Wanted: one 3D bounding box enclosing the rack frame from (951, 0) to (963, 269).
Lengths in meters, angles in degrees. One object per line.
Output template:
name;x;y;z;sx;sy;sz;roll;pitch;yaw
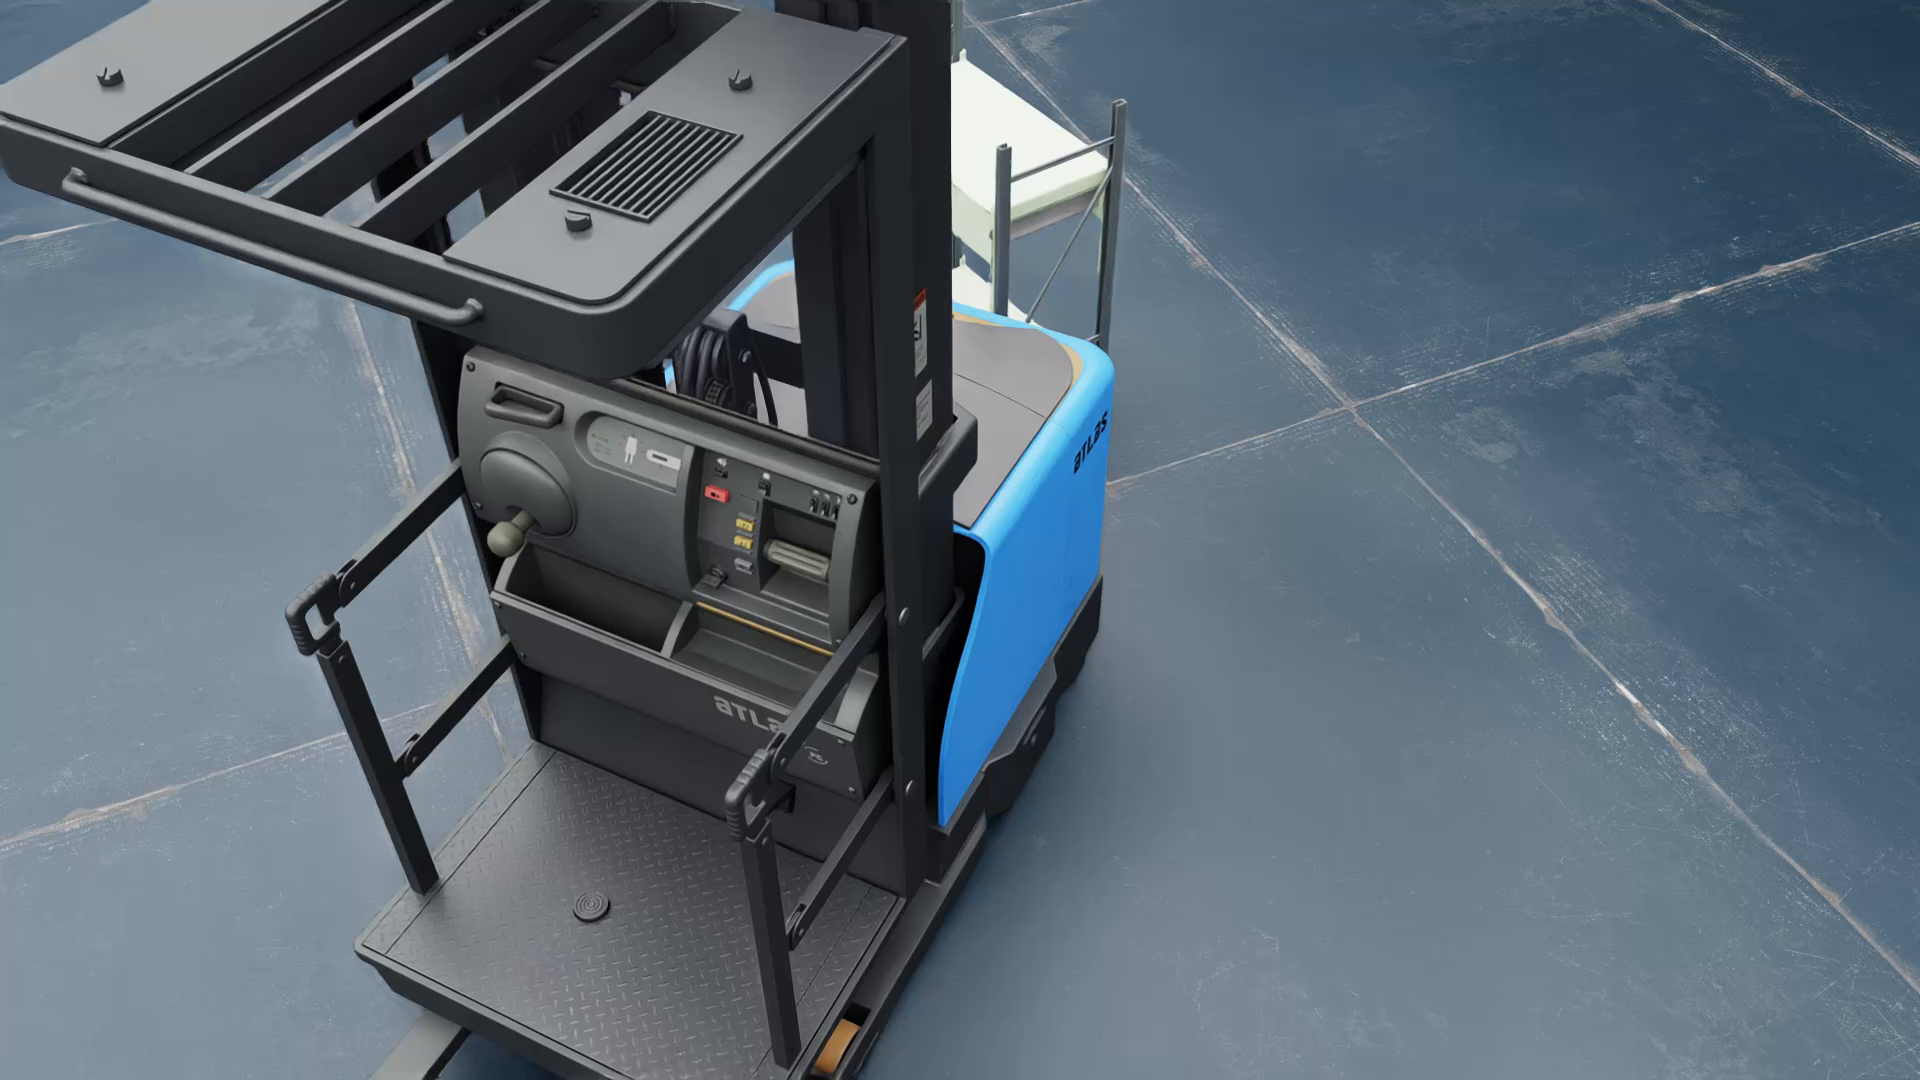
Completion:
rack frame;-0.162;-0.931;5.126;0.400;1.500;0.023;-26;50;-24

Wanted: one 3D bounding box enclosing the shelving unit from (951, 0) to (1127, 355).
shelving unit;0.048;-0.721;4.912;0.431;1.500;0.755;-26;50;-24

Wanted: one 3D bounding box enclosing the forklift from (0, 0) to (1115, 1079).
forklift;-0.698;0.011;3.152;1.130;2.935;3.031;19;48;18

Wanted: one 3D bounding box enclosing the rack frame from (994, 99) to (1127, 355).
rack frame;0.258;-0.510;4.699;0.400;1.500;0.023;-26;50;-24

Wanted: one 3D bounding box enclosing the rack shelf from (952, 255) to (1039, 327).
rack shelf;0.048;-0.489;5.141;0.431;0.370;0.720;-26;50;-24

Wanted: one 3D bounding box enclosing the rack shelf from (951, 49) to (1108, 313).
rack shelf;0.048;-0.998;4.638;0.431;0.370;0.720;-26;50;-24
